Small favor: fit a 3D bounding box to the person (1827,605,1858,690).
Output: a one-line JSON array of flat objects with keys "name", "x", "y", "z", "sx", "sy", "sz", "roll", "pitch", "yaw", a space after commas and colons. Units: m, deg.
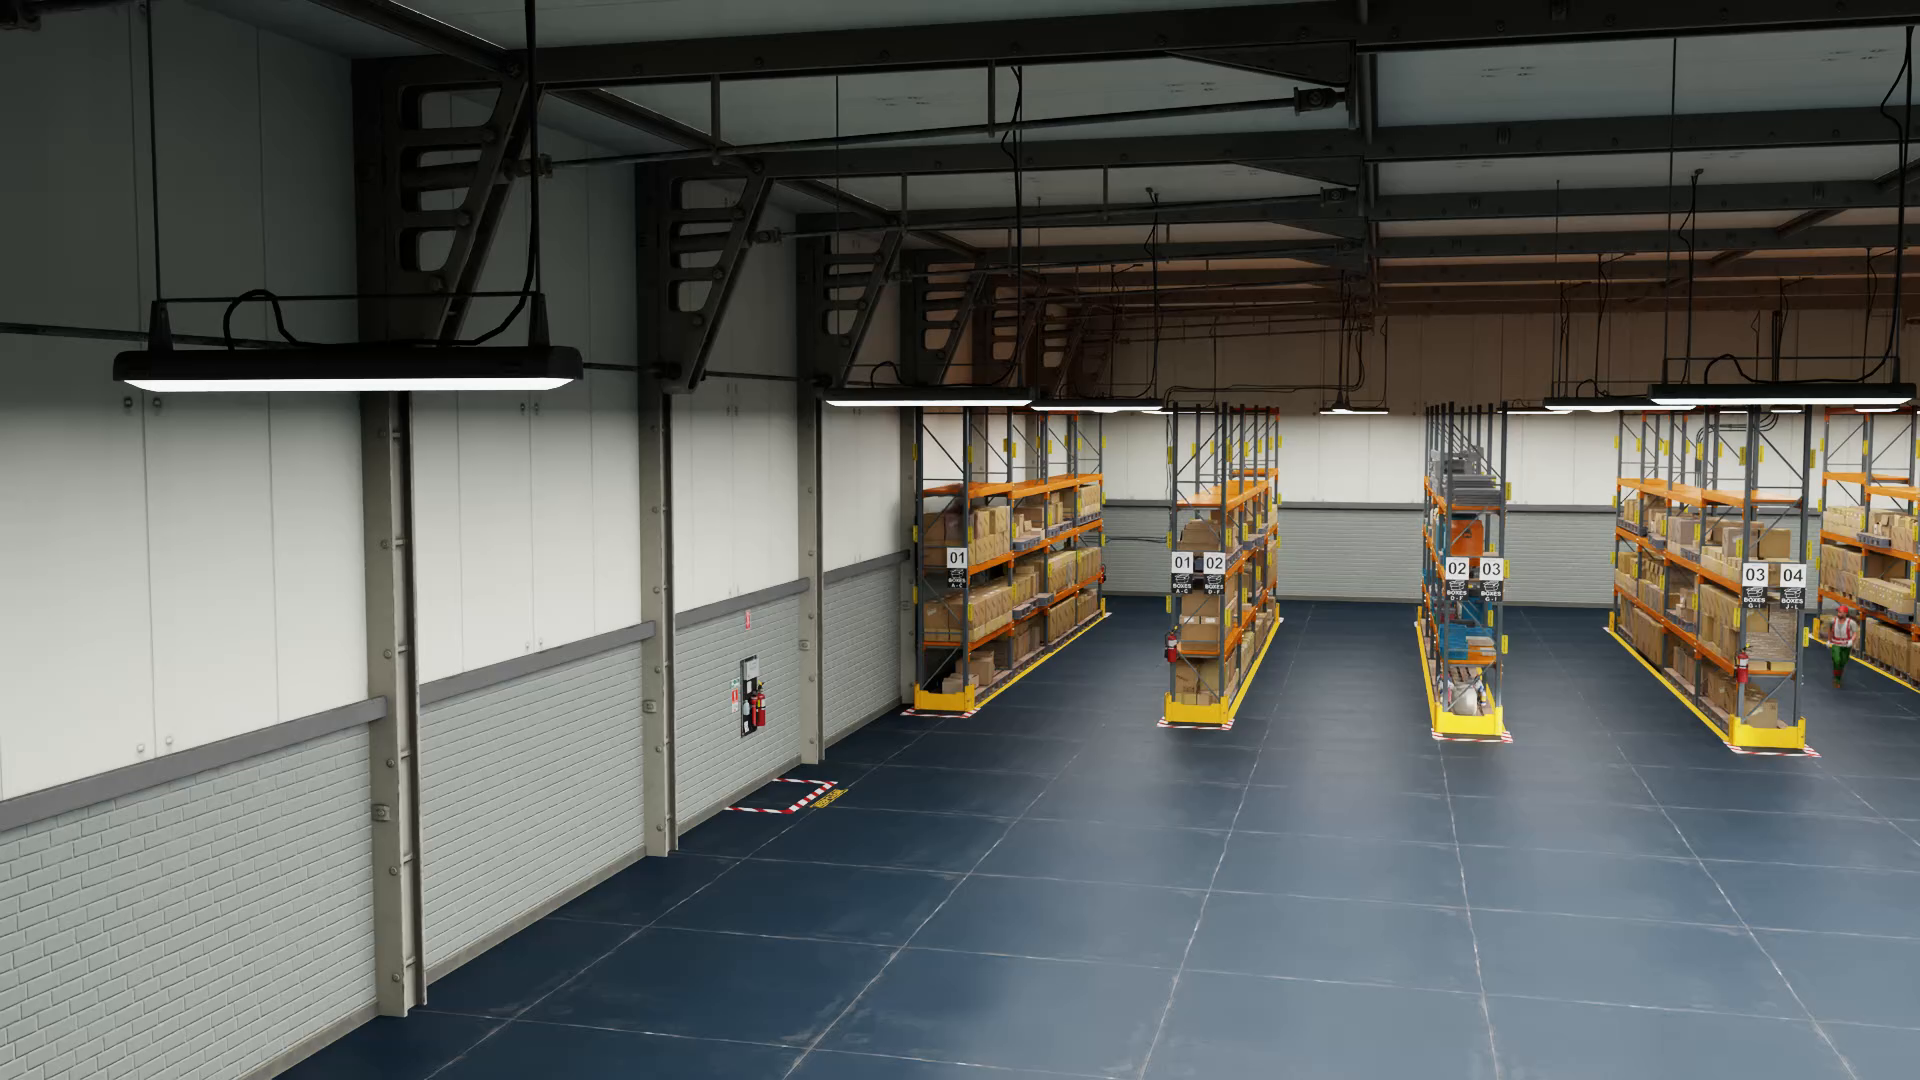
[{"name": "person", "x": 18.728, "y": 2.280, "z": 35.286, "sx": 0.495, "sy": 1.812, "sz": 0.881, "roll": 1, "pitch": 4, "yaw": 14}]
